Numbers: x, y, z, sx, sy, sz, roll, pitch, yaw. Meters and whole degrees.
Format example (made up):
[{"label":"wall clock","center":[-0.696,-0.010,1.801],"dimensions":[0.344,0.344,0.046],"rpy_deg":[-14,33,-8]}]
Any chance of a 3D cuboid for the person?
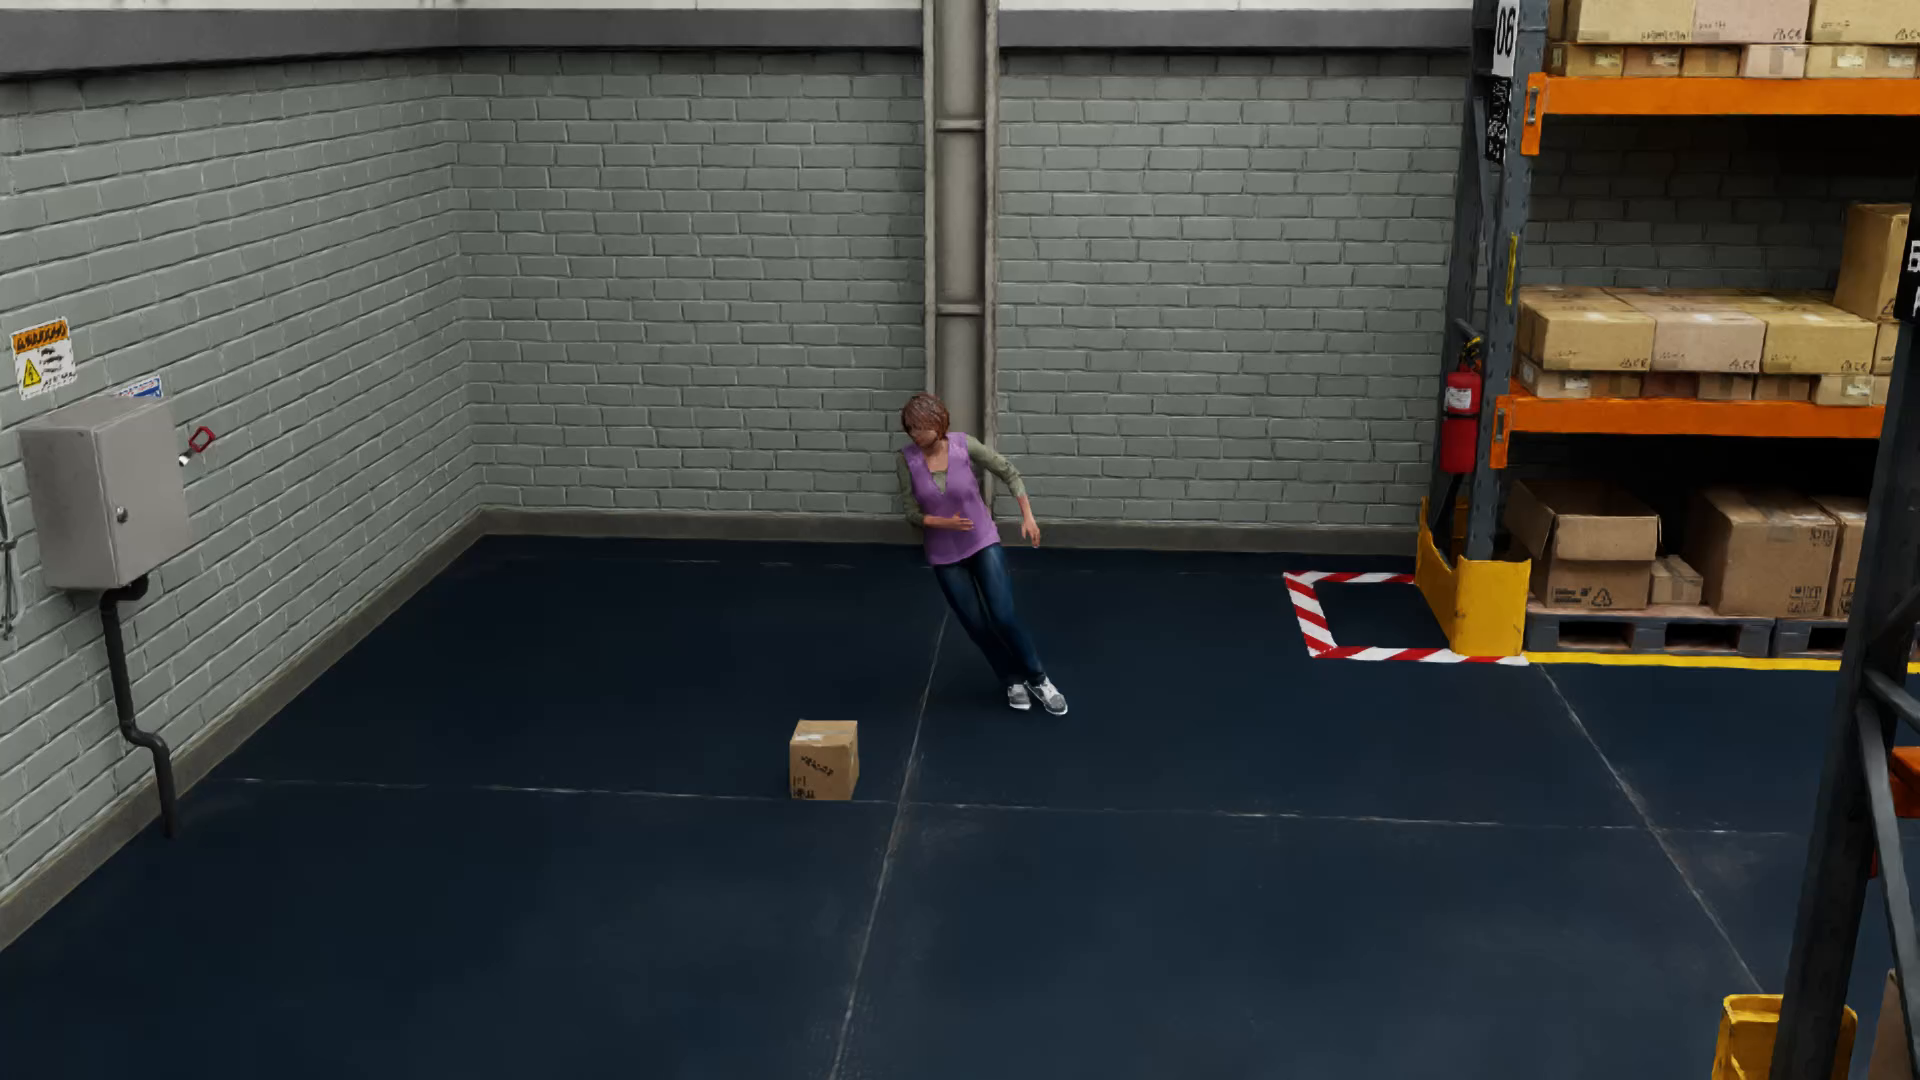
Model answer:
[{"label":"person","center":[0.106,0.078,7.499],"dimensions":[0.783,1.486,0.500],"rpy_deg":[0,18,1]}]
